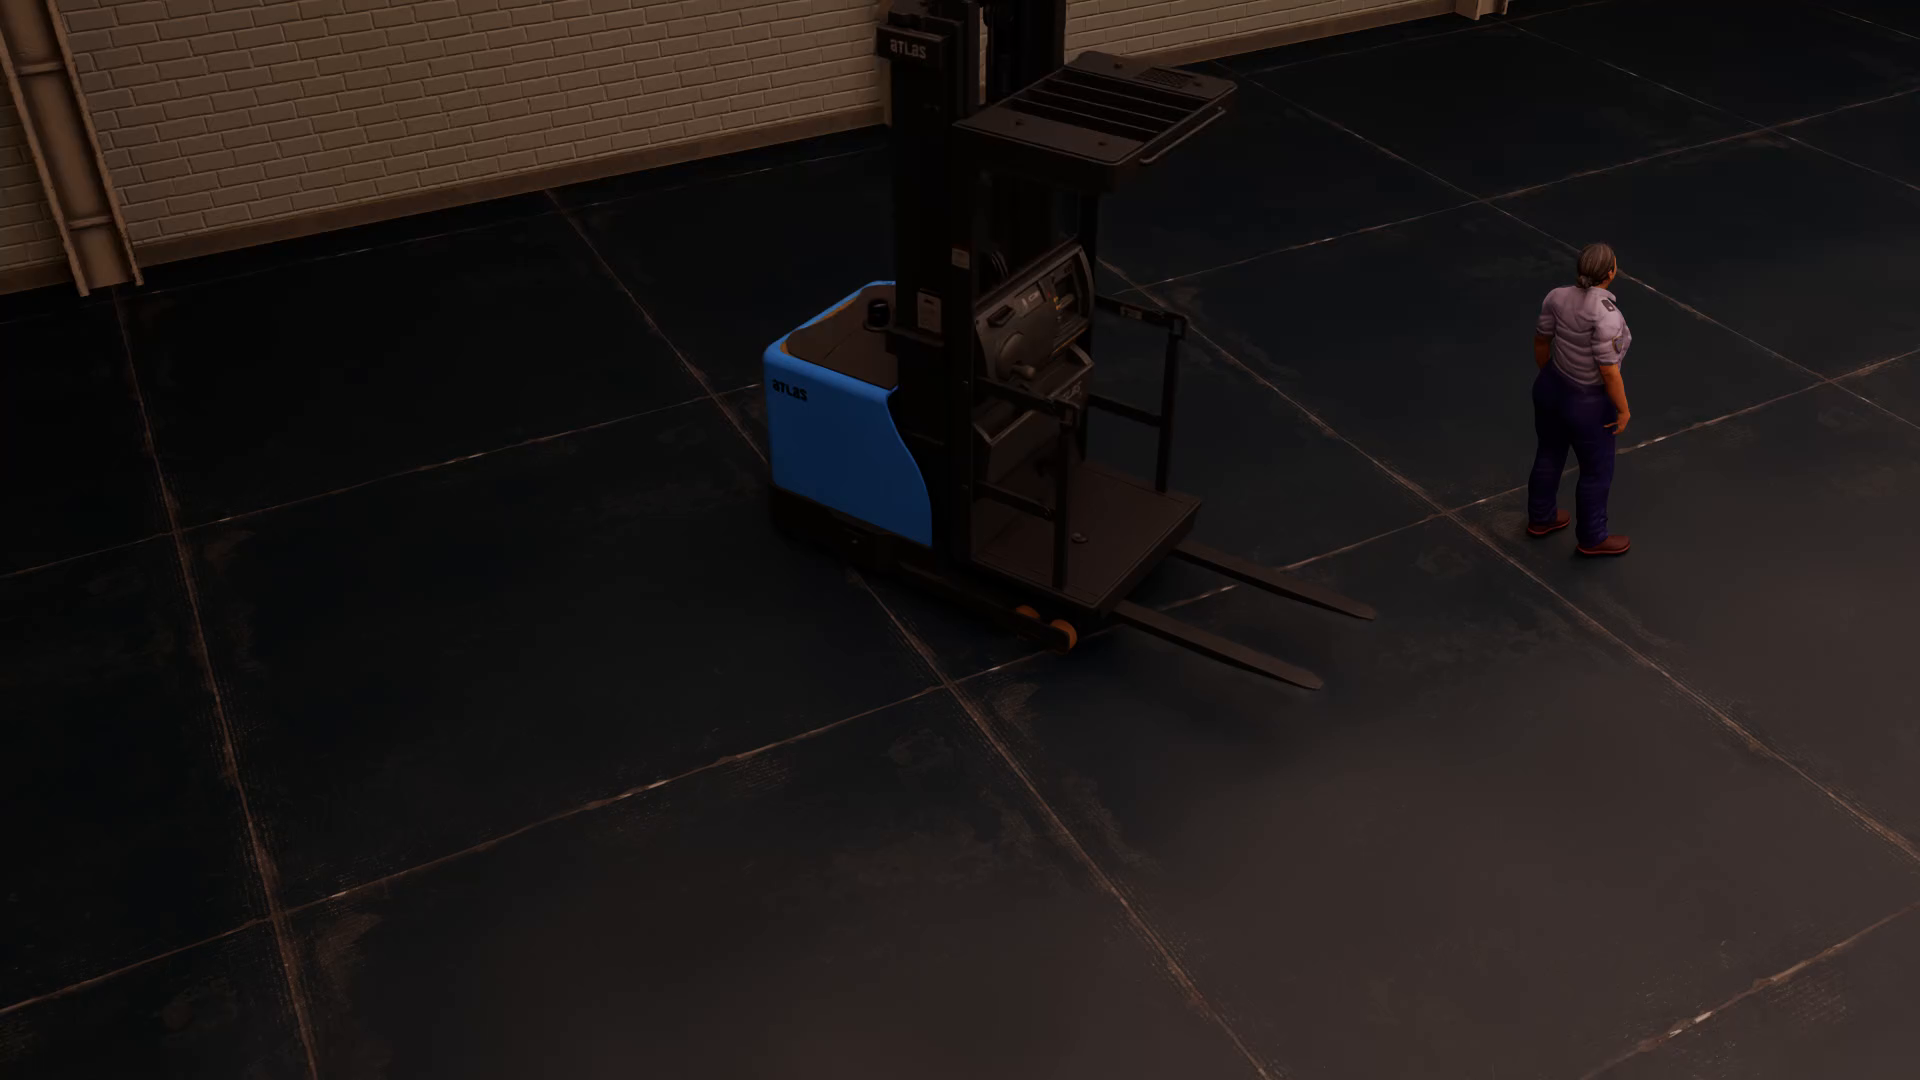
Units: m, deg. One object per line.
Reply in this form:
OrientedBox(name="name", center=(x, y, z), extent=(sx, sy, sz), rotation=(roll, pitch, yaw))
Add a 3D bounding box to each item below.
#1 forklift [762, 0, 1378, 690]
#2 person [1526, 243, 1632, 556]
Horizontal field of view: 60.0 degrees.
OrientedBox(name="forklift", center=(0.519, -1.004, 7.543), extent=(3.031, 2.935, 1.130), rotation=(21, 41, 27))
OrientedBox(name="person", center=(3.127, -0.712, 8.231), extent=(0.502, 1.651, 0.598), rotation=(-17, 38, -22))
